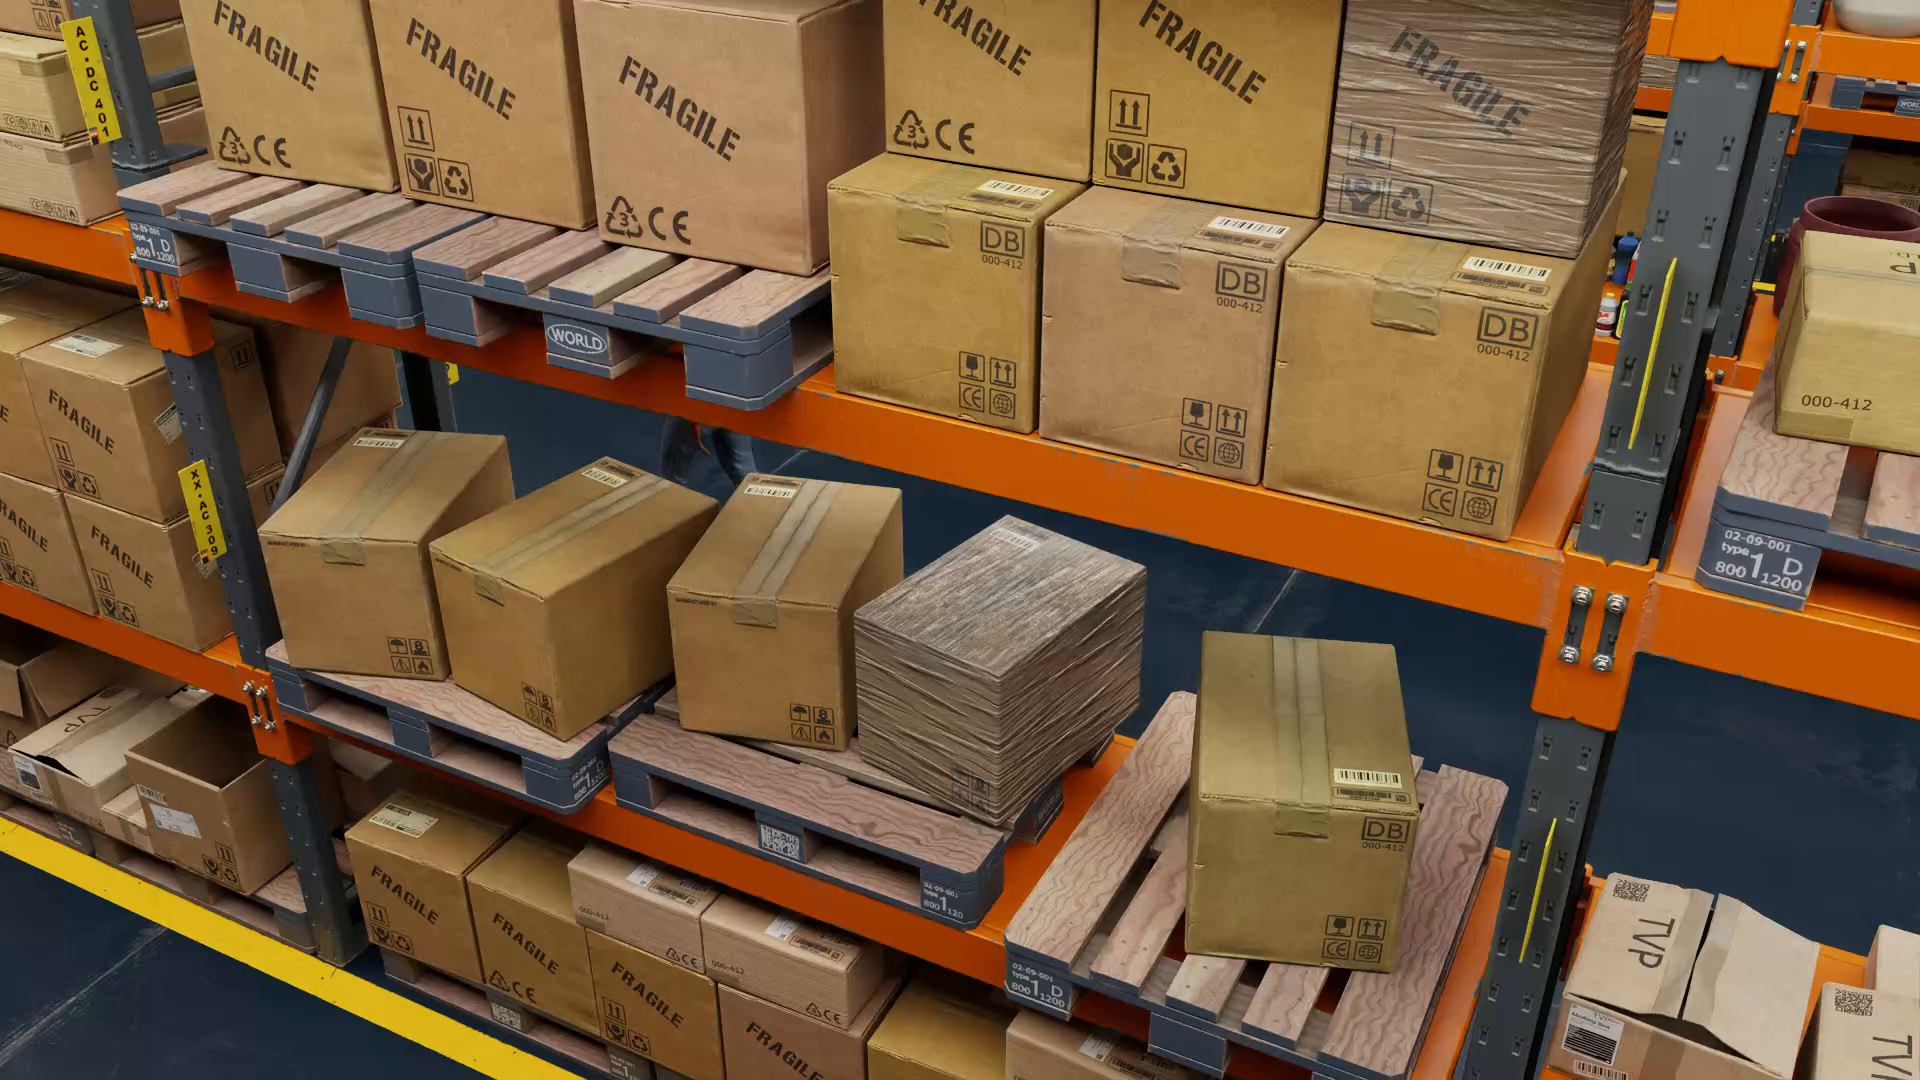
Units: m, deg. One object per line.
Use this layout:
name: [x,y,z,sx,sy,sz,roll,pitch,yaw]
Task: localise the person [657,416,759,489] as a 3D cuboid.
person: [-1.330,-0.735,8.389,0.958,1.679,0.580,22,37,33]
